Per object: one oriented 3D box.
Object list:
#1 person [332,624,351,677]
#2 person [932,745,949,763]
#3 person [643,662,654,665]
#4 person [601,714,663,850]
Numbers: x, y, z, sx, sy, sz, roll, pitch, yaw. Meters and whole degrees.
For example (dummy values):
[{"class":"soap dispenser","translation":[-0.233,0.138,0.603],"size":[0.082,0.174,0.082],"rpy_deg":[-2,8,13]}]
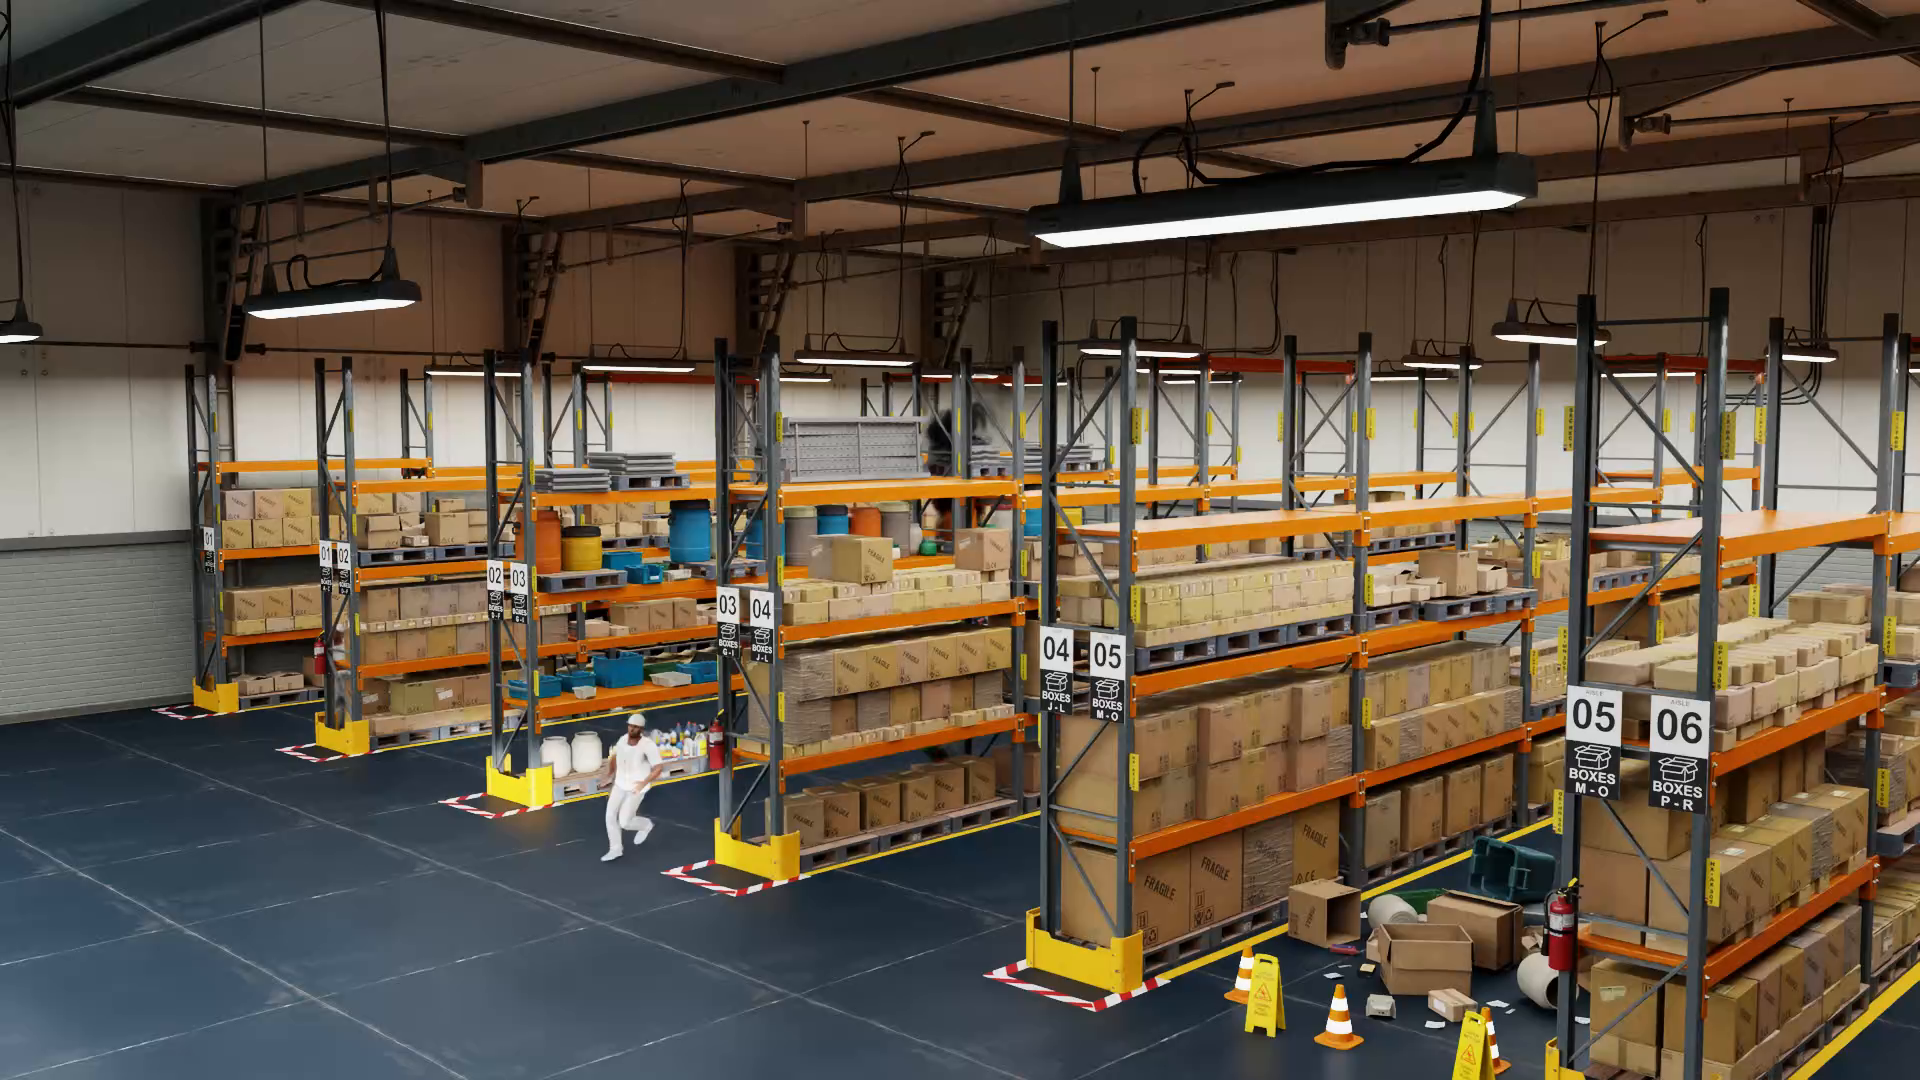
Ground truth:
[{"class":"person","translation":[5.941,2.209,27.438],"size":[30.119,1.728,13.703],"rpy_deg":[2,5,24]},{"class":"person","translation":[-0.411,2.528,23.123],"size":[0.709,1.728,0.651],"rpy_deg":[4,6,42]},{"class":"person","translation":[-1.278,2.720,17.916],"size":[15.384,1.242,20.150],"rpy_deg":[1,5,16]},{"class":"person","translation":[-3.779,2.809,19.276],"size":[0.745,1.618,0.607],"rpy_deg":[3,5,30]}]
